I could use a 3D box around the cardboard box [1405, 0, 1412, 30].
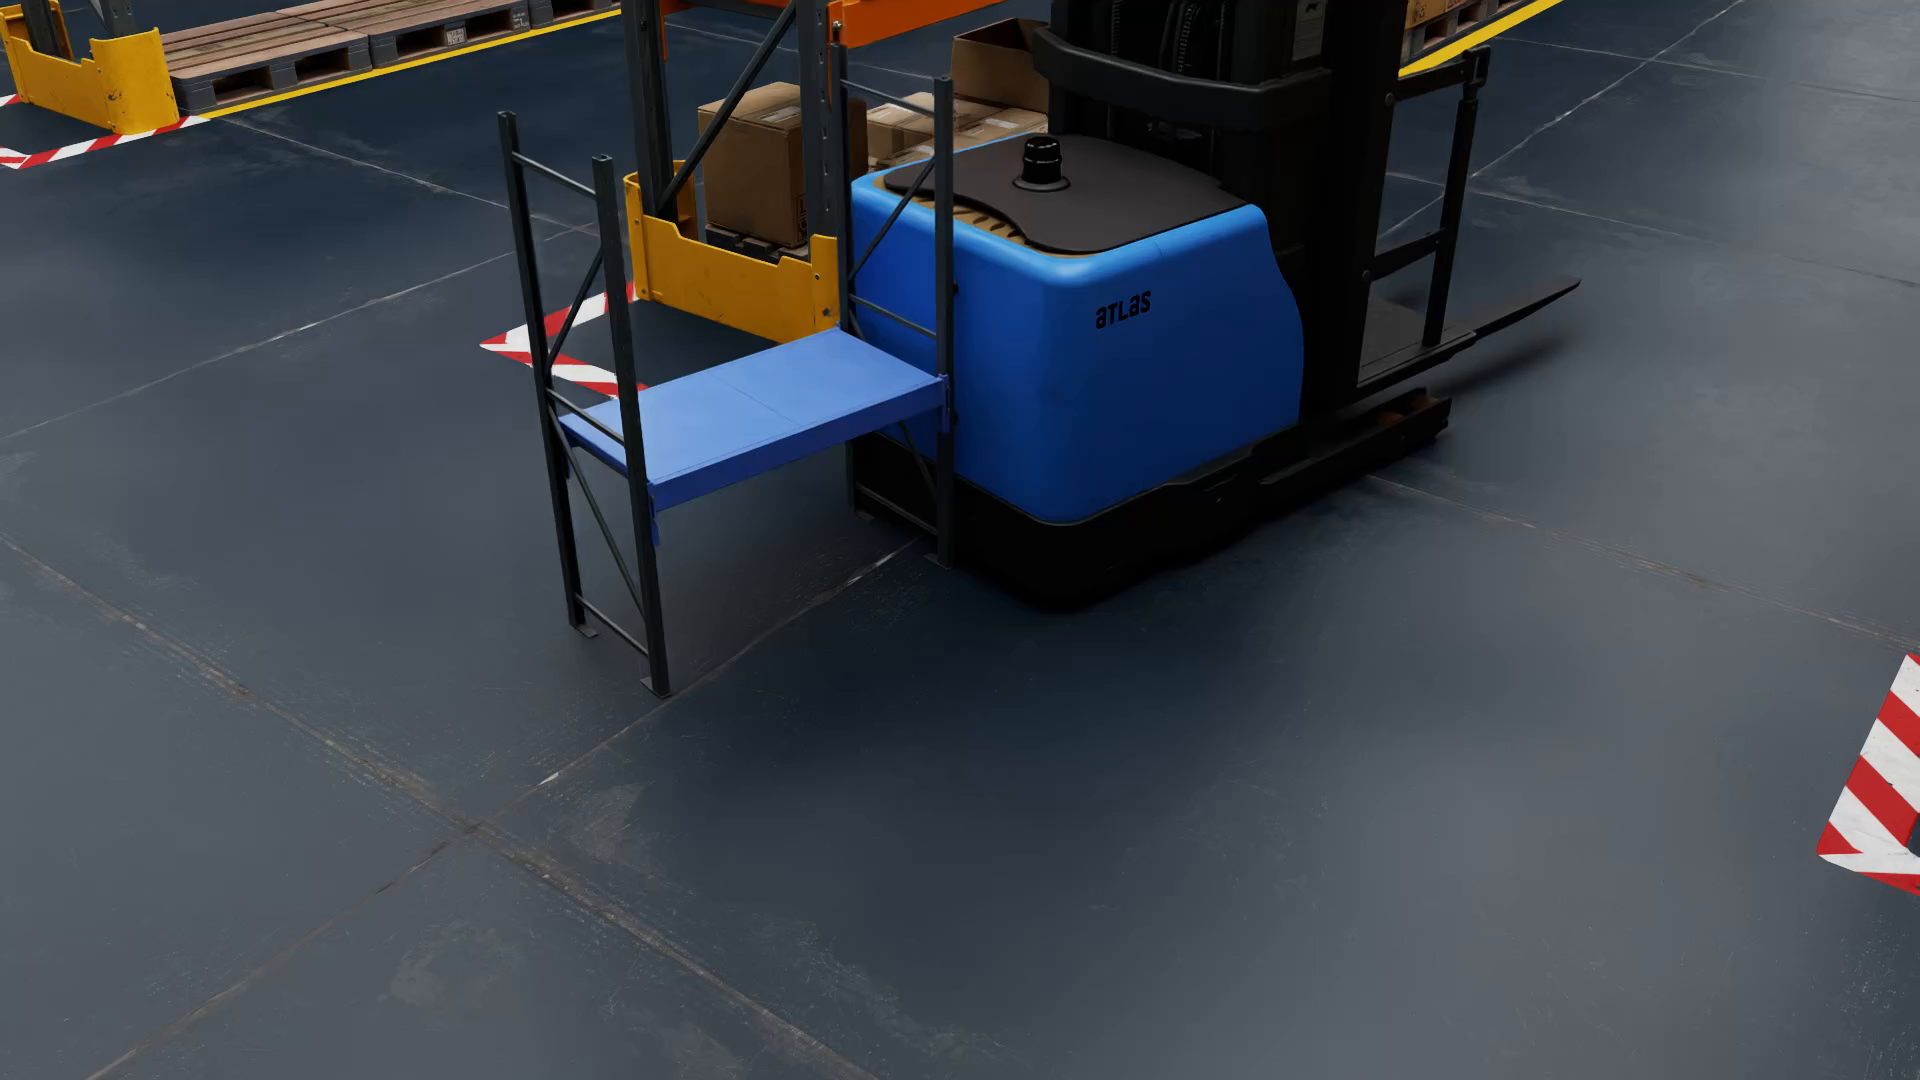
[{"bbox_3d":[2.347,-3.263,9.834,0.500,0.500,0.500,22,37,32],"label":"cardboard box"}]

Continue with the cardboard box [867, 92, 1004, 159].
[{"bbox_3d":[-0.138,-1.861,7.714,0.500,0.250,0.500,21,37,31],"label":"cardboard box"}]

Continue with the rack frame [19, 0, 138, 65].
[{"bbox_3d":[-4.814,-3.707,8.563,1.000,3.000,0.127,21,37,31],"label":"rack frame"}]

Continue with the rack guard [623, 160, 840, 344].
[{"bbox_3d":[-0.821,-1.137,6.678,1.175,0.500,0.348,21,37,31],"label":"rack guard"}]

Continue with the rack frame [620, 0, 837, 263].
[{"bbox_3d":[-0.867,-2.181,5.988,1.000,3.000,0.127,21,37,31],"label":"rack frame"}]

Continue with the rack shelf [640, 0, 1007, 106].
[{"bbox_3d":[0.340,-2.685,7.543,1.077,0.370,4.000,21,37,31],"label":"rack shelf"}]

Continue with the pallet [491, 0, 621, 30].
[{"bbox_3d":[-2.812,-3.823,11.493,1.003,0.211,1.213,21,37,31],"label":"pallet"}]

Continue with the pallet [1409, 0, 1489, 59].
[{"bbox_3d":[2.744,-3.448,10.860,1.003,0.211,1.213,21,37,31],"label":"pallet"}]

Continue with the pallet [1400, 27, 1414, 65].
[{"bbox_3d":[2.008,-2.950,10.020,1.003,0.211,1.213,21,37,31],"label":"pallet"}]

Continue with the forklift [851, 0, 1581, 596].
[{"bbox_3d":[1.082,-1.719,5.275,3.031,2.935,1.130,-24,38,-34],"label":"forklift"}]

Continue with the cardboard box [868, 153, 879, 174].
[{"bbox_3d":[-0.419,-1.585,7.330,0.380,0.166,0.250,21,37,31],"label":"cardboard box"}]

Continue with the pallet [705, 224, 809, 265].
[{"bbox_3d":[-0.341,-1.337,7.299,1.003,0.211,1.213,21,37,31],"label":"pallet"}]

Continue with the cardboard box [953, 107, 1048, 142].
[{"bbox_3d":[0.291,-1.728,7.489,0.500,0.250,0.500,21,37,31],"label":"cardboard box"}]

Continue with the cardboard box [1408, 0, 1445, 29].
[{"bbox_3d":[2.654,-3.464,10.172,0.500,0.500,0.500,22,37,32],"label":"cardboard box"}]

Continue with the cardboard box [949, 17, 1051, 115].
[{"bbox_3d":[0.417,-2.157,7.965,0.797,0.503,0.637,21,37,31],"label":"cardboard box"}]

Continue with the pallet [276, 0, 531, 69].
[{"bbox_3d":[-3.548,-3.325,10.653,1.003,0.211,1.213,21,37,31],"label":"pallet"}]

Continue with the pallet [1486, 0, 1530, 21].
[{"bbox_3d":[3.481,-3.941,11.694,1.003,0.211,1.213,21,37,31],"label":"pallet"}]

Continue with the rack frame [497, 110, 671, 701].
[{"bbox_3d":[-0.962,-0.311,4.304,0.032,1.500,0.500,-24,38,-34],"label":"rack frame"}]

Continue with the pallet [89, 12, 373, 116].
[{"bbox_3d":[-4.285,-2.831,9.819,1.003,0.211,1.213,21,37,31],"label":"pallet"}]

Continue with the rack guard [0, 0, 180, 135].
[{"bbox_3d":[-4.818,-2.618,9.177,1.175,0.500,0.348,21,37,31],"label":"rack guard"}]

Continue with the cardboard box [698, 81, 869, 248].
[{"bbox_3d":[-0.735,-1.592,7.014,0.500,0.500,0.500,21,37,31],"label":"cardboard box"}]

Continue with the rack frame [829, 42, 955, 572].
[{"bbox_3d":[-0.192,-0.650,4.875,0.032,1.500,0.500,-24,38,-34],"label":"rack frame"}]

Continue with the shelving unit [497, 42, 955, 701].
[{"bbox_3d":[-0.577,-0.480,4.589,1.048,1.500,0.538,-24,38,-34],"label":"shelving unit"}]

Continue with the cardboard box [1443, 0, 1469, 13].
[{"bbox_3d":[2.960,-3.669,10.519,0.500,0.500,0.500,20,36,30],"label":"cardboard box"}]

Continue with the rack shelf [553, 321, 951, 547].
[{"bbox_3d":[-0.577,-0.326,4.681,1.000,0.185,0.538,-24,38,-34],"label":"rack shelf"}]

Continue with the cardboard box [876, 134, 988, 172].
[{"bbox_3d":[-0.011,-1.524,7.146,0.500,0.250,0.500,21,37,31],"label":"cardboard box"}]
